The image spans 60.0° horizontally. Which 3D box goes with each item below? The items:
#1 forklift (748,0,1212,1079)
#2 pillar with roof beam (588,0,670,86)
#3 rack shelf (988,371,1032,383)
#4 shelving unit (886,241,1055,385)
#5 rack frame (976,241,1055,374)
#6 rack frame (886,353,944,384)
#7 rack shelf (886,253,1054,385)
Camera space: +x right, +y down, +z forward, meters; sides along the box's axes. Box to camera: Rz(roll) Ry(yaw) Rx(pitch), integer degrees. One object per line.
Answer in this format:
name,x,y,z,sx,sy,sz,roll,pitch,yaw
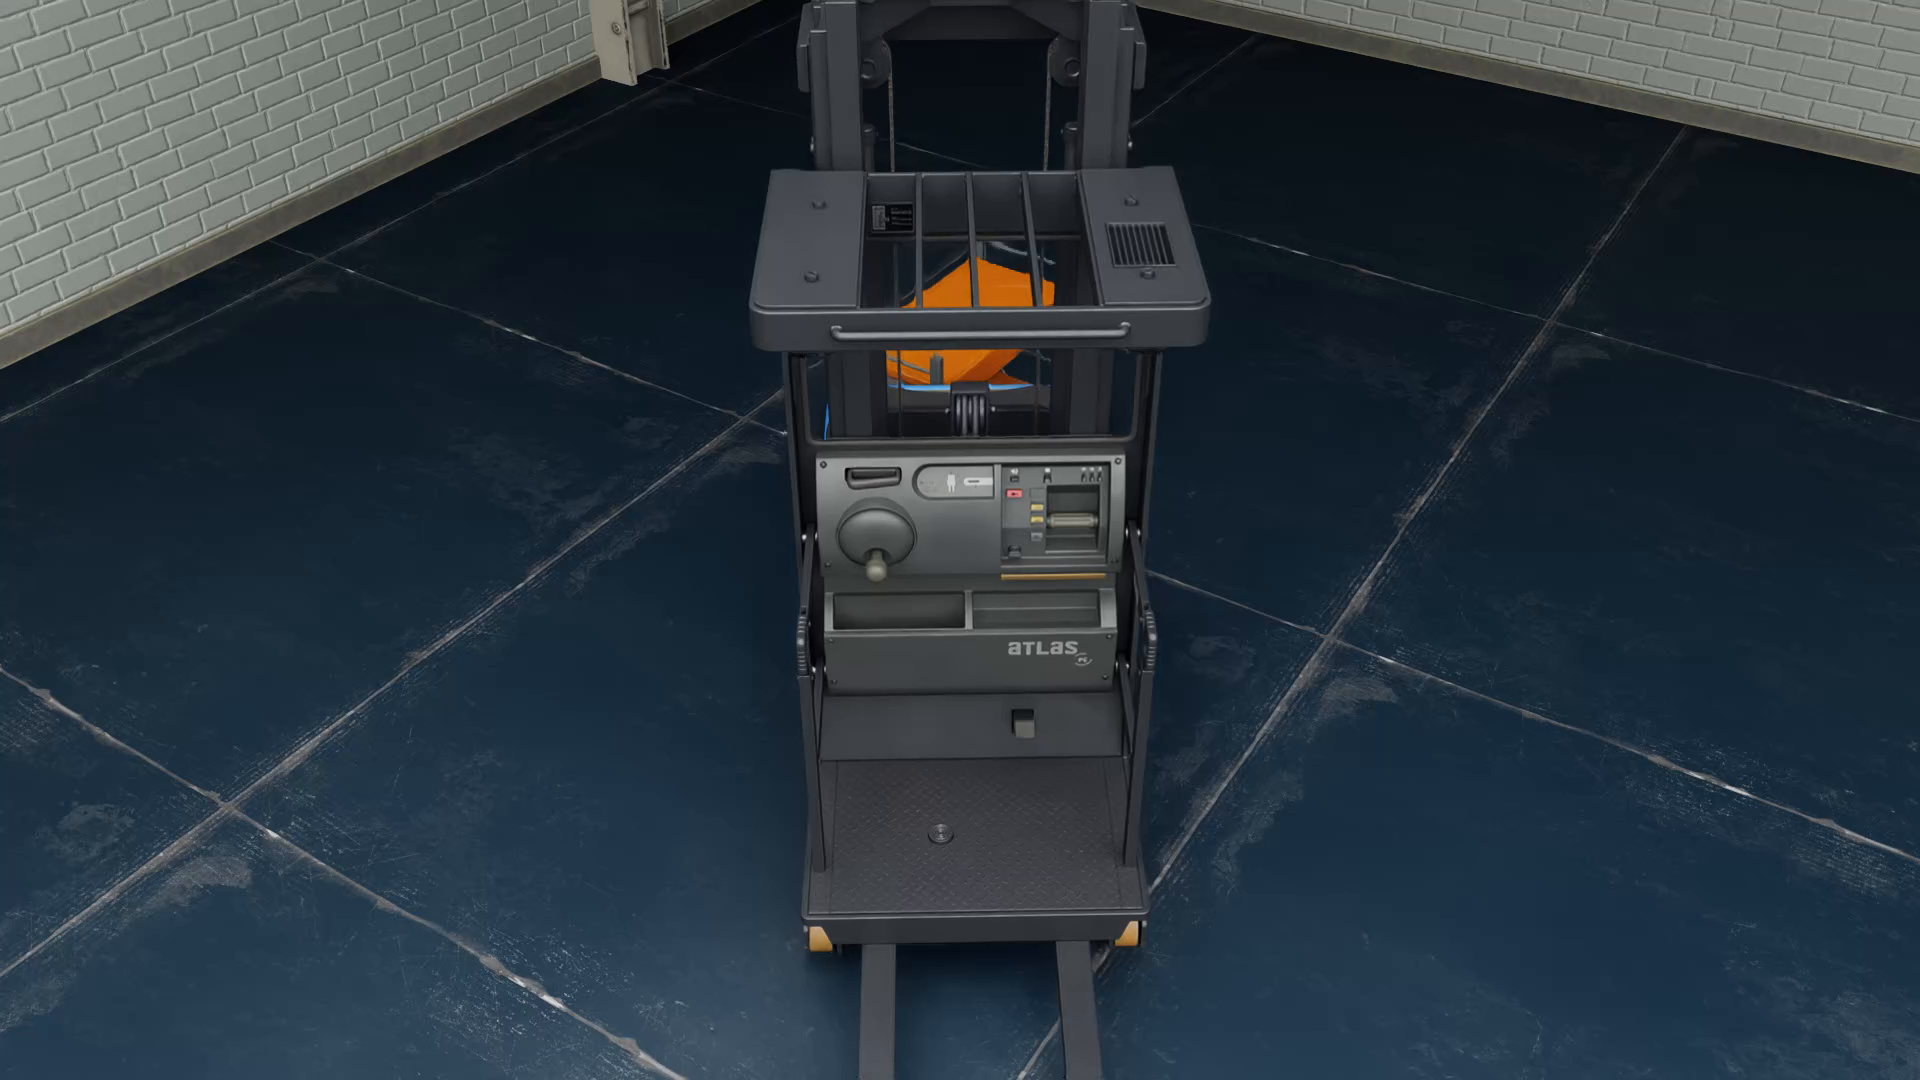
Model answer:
forklift,0.040,-0.003,4.853,1.130,2.935,3.031,-1,38,-1
pillar with roof beam,1.400,-5.372,6.849,9.100,9.000,0.400,21,42,25
rack shelf,-0.001,-0.393,7.239,0.538,0.278,1.000,22,43,26
shelving unit,-0.001,-0.587,7.090,0.538,1.125,1.048,22,43,26
rack frame,0.278,-0.846,7.426,0.500,1.125,0.032,22,43,26
rack frame,-0.280,-0.327,6.753,0.500,1.125,0.032,22,43,26
rack shelf,-0.001,-0.818,6.911,0.538,0.278,1.000,22,43,26
